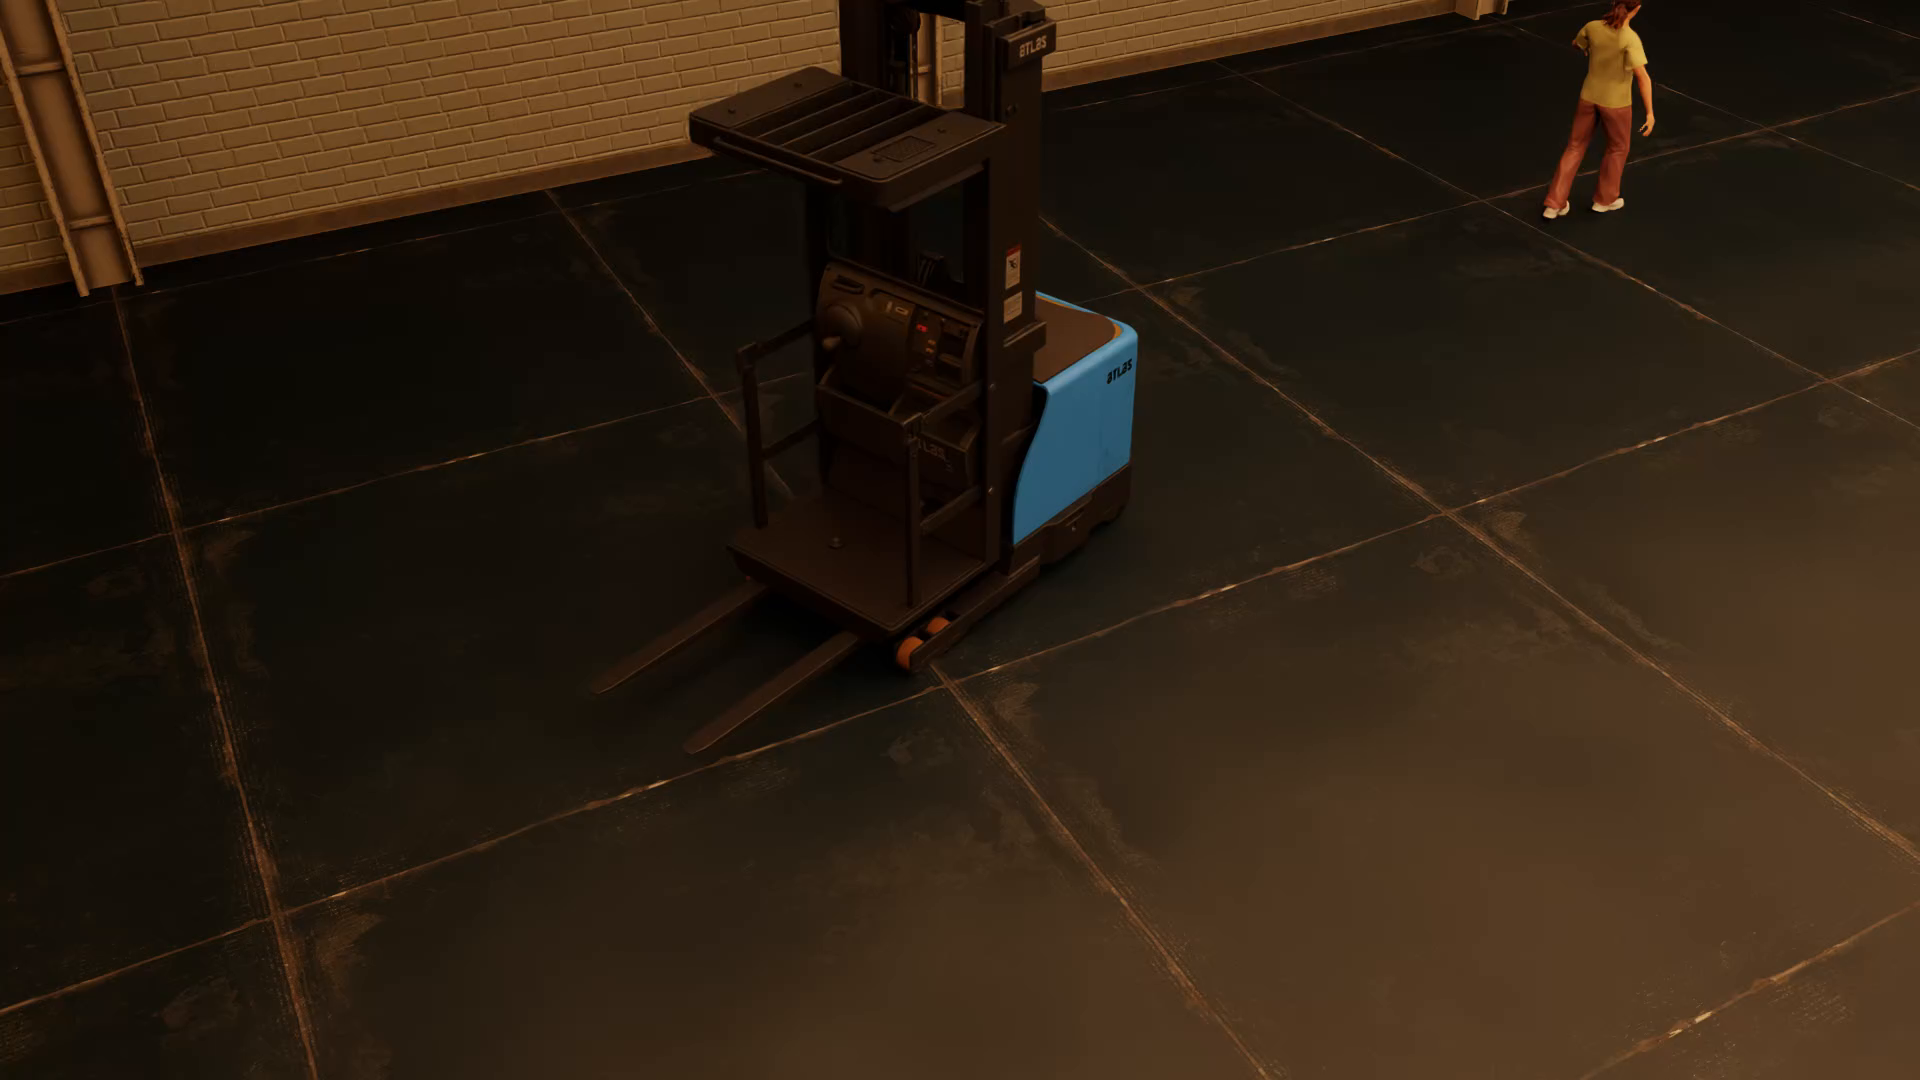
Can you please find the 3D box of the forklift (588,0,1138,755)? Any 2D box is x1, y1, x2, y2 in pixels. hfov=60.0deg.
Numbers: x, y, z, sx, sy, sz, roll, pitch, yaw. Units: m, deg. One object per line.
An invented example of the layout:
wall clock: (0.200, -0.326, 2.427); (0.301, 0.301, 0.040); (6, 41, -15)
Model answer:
forklift: (-0.421, -0.905, 7.403); (1.130, 2.935, 3.031); (26, 43, 31)

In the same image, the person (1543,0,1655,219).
person: (4.508, -3.028, 11.529); (0.724, 1.655, 0.871); (-26, 43, -32)
